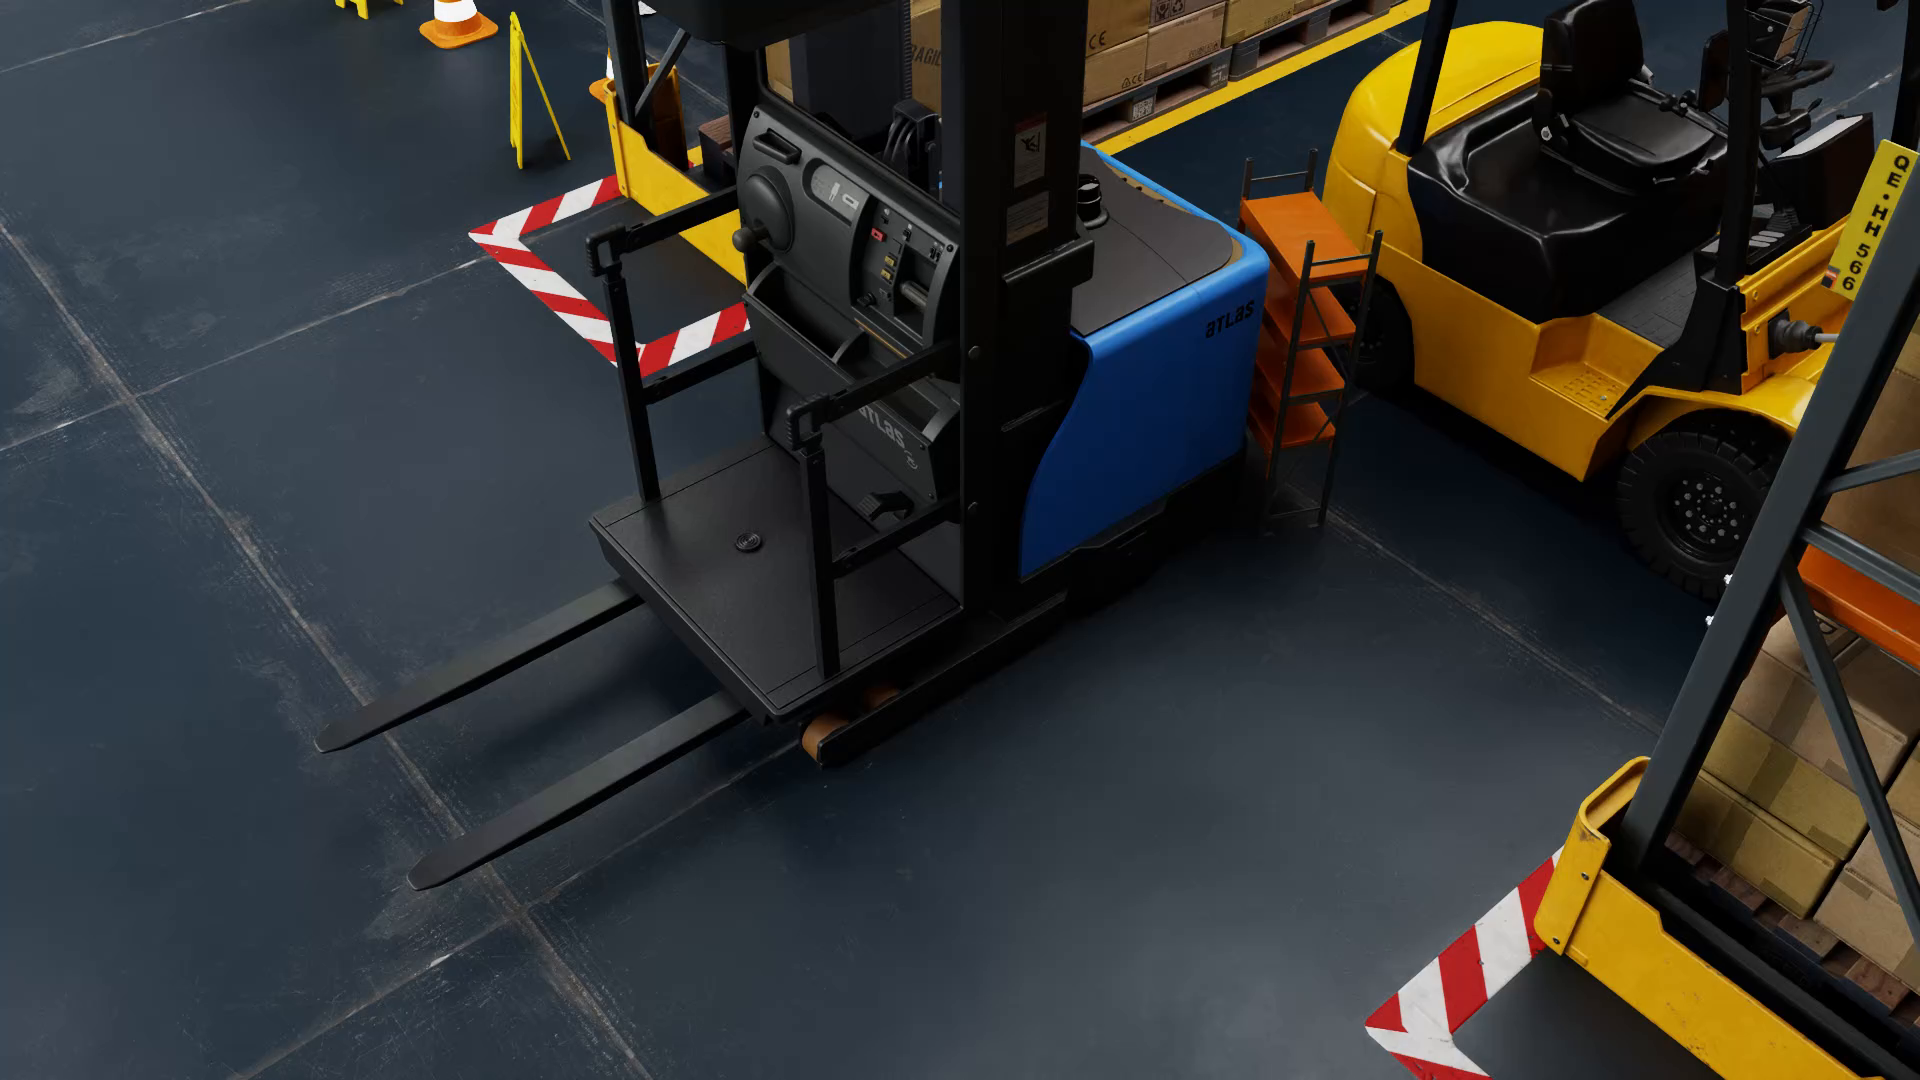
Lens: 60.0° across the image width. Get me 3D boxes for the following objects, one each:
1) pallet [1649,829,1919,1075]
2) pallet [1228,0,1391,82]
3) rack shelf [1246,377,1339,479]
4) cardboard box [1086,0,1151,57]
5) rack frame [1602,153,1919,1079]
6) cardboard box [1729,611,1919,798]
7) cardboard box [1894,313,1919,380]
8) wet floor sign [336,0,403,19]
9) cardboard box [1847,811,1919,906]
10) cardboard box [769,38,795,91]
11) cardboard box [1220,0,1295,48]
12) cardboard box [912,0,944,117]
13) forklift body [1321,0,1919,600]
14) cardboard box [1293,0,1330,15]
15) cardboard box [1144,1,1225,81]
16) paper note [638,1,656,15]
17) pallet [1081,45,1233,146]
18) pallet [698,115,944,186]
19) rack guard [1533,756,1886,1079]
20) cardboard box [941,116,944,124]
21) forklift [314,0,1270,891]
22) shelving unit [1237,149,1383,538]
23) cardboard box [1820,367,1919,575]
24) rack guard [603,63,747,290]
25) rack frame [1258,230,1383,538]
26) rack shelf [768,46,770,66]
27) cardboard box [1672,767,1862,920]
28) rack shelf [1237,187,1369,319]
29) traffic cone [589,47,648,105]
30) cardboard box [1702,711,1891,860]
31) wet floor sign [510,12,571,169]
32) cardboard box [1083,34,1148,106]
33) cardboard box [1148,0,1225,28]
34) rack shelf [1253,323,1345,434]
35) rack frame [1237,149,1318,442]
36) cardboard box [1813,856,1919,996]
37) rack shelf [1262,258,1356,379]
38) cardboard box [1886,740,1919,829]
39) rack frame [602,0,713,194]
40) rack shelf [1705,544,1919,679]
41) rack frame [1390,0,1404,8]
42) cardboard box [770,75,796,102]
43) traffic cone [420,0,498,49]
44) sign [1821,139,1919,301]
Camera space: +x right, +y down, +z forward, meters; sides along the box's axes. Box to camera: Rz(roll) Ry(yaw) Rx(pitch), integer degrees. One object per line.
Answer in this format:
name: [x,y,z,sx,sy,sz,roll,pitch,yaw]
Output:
pallet: [2.648,0.856,4.685,1.213,0.211,1.003,-30,51,-28]
pallet: [1.477,-2.835,8.614,1.213,0.211,1.003,-30,51,-28]
rack shelf: [1.089,-0.437,5.727,0.258,0.148,0.480,-10,44,-11]
cardboard box: [0.503,-2.500,7.375,0.500,0.500,0.500,-29,50,-27]
rack frame: [2.088,0.197,3.349,0.127,3.000,1.000,-30,51,-28]
cardboard box: [2.241,0.316,4.194,0.500,0.250,0.500,-28,50,-27]
cardboard box: [2.175,-0.375,3.412,0.250,0.149,0.380,-29,50,-27]
wet floor sign: [-3.104,-3.052,8.528,0.267,0.644,0.232,30,51,28]
cardboard box: [2.582,0.767,4.079,0.500,0.250,0.500,-29,50,-27]
cardboard box: [-0.652,-2.321,7.184,0.500,0.500,0.500,-29,51,-28]
cardboard box: [1.286,-2.676,8.109,0.500,0.250,0.500,-31,51,-29]
cardboard box: [-0.285,-2.052,6.898,0.500,0.500,0.500,-32,52,-29]
forklift body: [2.372,-1.284,5.547,1.214,2.155,2.313,-30,51,-28]
cardboard box: [1.688,-2.915,8.364,0.500,0.250,0.500,-28,50,-26]
cardboard box: [0.893,-2.455,7.874,0.500,0.250,0.500,-29,50,-27]
paper note: [-1.651,-2.786,8.694,0.148,0.019,0.142,22,47,21]
pallet: [0.540,-2.296,8.041,1.213,0.211,1.003,-30,51,-28]
pallet: [-0.395,-1.763,7.473,1.213,0.211,1.003,-30,51,-28]
rack guard: [2.070,1.119,4.194,0.348,0.500,1.175,-30,51,-28]
cardboard box: [-0.303,-1.768,7.143,0.500,0.250,0.500,-30,51,-28]
forklift: [-0.485,-0.800,4.461,3.031,2.935,1.130,-29,50,-27]
shelving unit: [1.089,-0.631,5.545,0.258,1.200,0.503,-10,44,-11]
cardboard box: [2.297,-0.193,3.692,0.500,0.500,0.500,-31,51,-29]
rack guard: [-1.041,-1.530,7.014,0.348,0.500,1.175,-30,51,-28]
rack frame: [1.150,-0.469,5.373,0.240,1.200,0.015,-10,44,-11]
rack shelf: [0.435,-3.024,7.304,4.000,0.370,1.077,-30,51,-28]
cardboard box: [2.246,0.674,4.543,0.500,0.250,0.500,-29,51,-28]
rack shelf: [1.089,-0.917,5.276,0.258,0.148,0.480,-10,44,-11]
traffic cone: [-1.597,-2.349,7.914,0.334,0.463,0.336,-30,51,-28]
cardboard box: [2.261,0.486,4.378,0.500,0.250,0.500,-30,51,-28]
wet floor sign: [-1.931,-2.028,7.438,0.232,0.644,0.267,-14,45,-14]
cardboard box: [0.504,-2.234,7.640,0.500,0.250,0.500,-26,49,-25]
cardboard box: [0.908,-2.739,7.629,0.500,0.500,0.500,-27,50,-26]
rack shelf: [1.089,-0.582,5.591,0.258,0.148,0.480,-10,44,-11]
rack frame: [1.028,-0.793,5.717,0.240,1.200,0.015,-10,44,-11]
cardboard box: [2.591,0.933,4.267,0.500,0.250,0.500,-30,51,-28]
rack shelf: [1.089,-0.745,5.438,0.258,0.148,0.480,-10,44,-11]
cardboard box: [2.578,0.570,3.923,0.500,0.250,0.500,-31,51,-28]
rack frame: [-1.099,-2.408,6.123,0.127,3.000,1.000,-30,51,-28]
rack shelf: [3.622,-0.419,4.531,4.000,0.370,1.077,-30,51,-28]
rack frame: [1.969,-4.165,7.993,0.127,3.000,1.000,-30,51,-28]
cardboard box: [-0.633,-2.065,7.460,0.500,0.250,0.500,-30,51,-28]
traffic cone: [-2.570,-2.783,8.375,0.334,0.463,0.336,-30,51,-28]
sign: [1.751,-0.602,3.182,0.005,0.325,0.100,-30,51,-28]
